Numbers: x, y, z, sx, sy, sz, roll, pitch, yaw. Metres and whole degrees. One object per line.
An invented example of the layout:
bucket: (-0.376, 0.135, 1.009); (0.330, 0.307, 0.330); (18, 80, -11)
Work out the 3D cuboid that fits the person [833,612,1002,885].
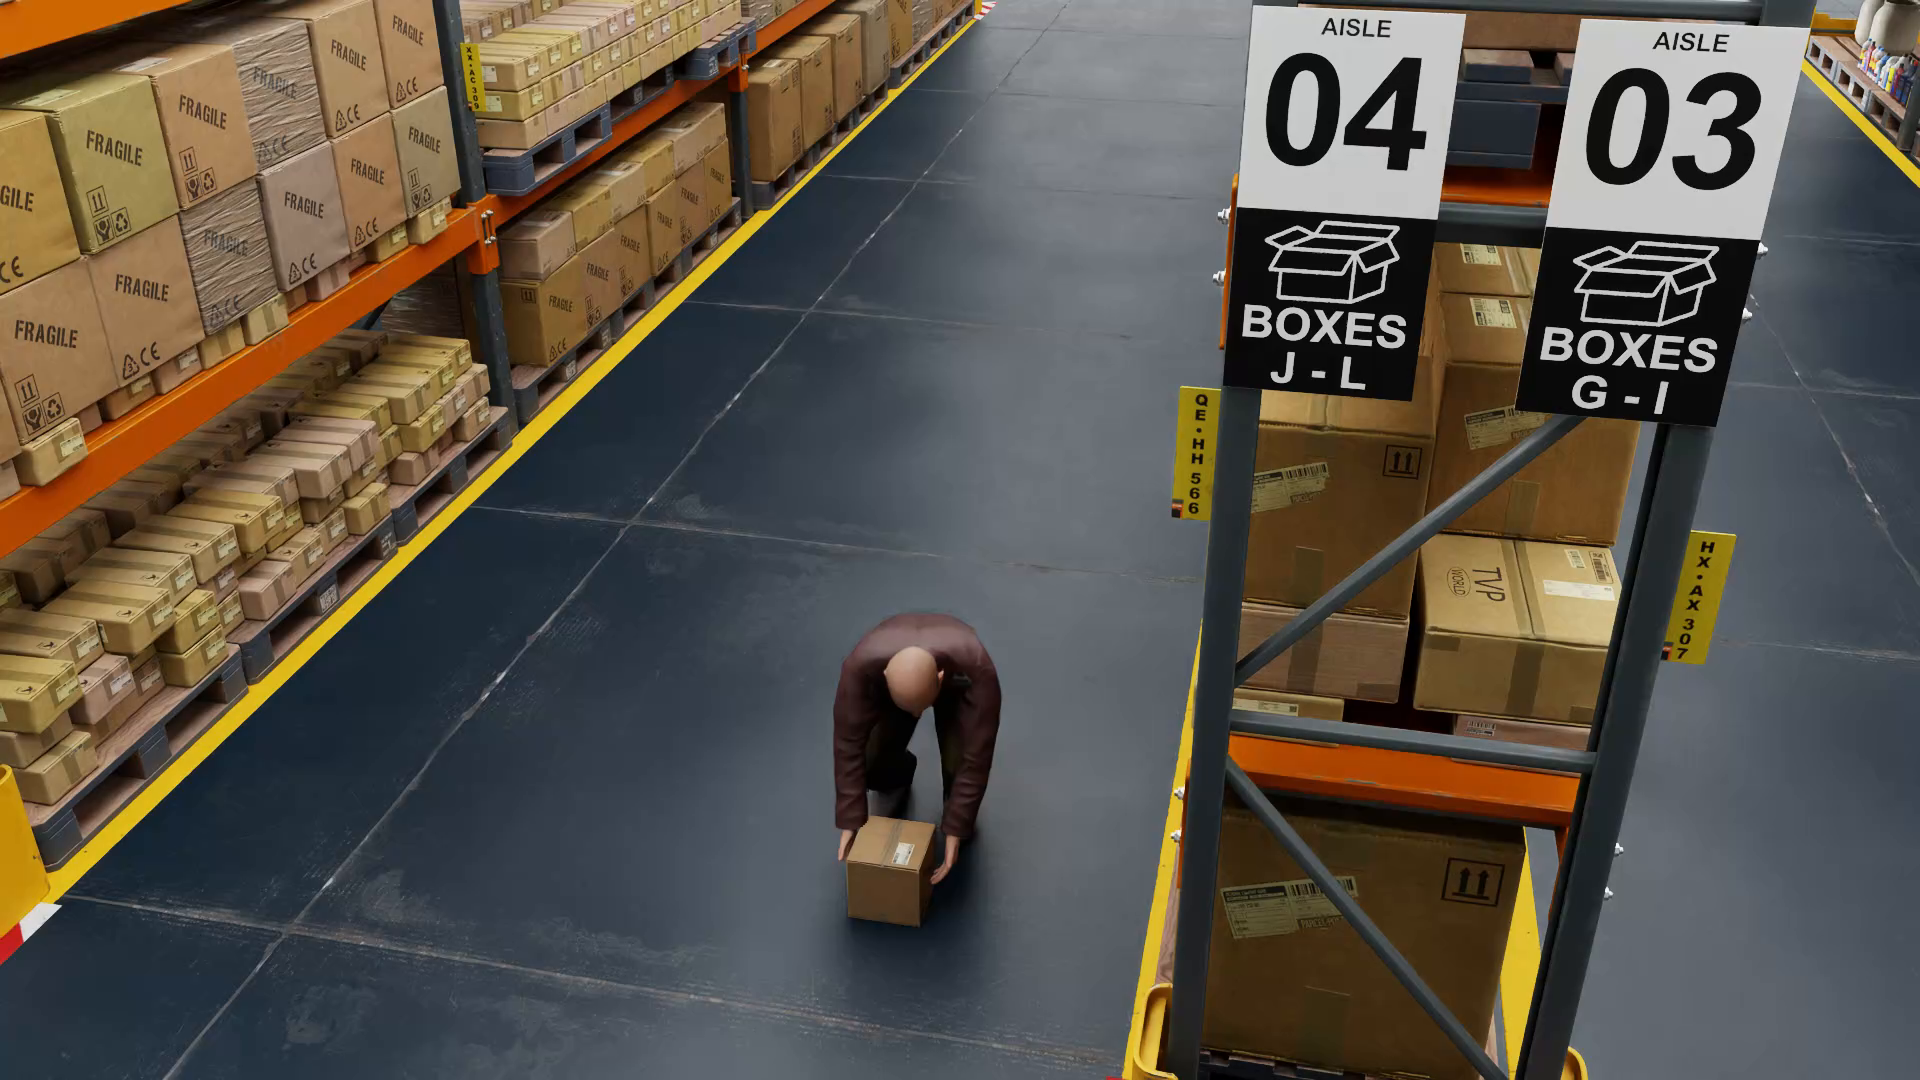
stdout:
person: (-0.138, 0.638, 5.832); (0.609, 0.949, 0.913); (6, 29, 11)
